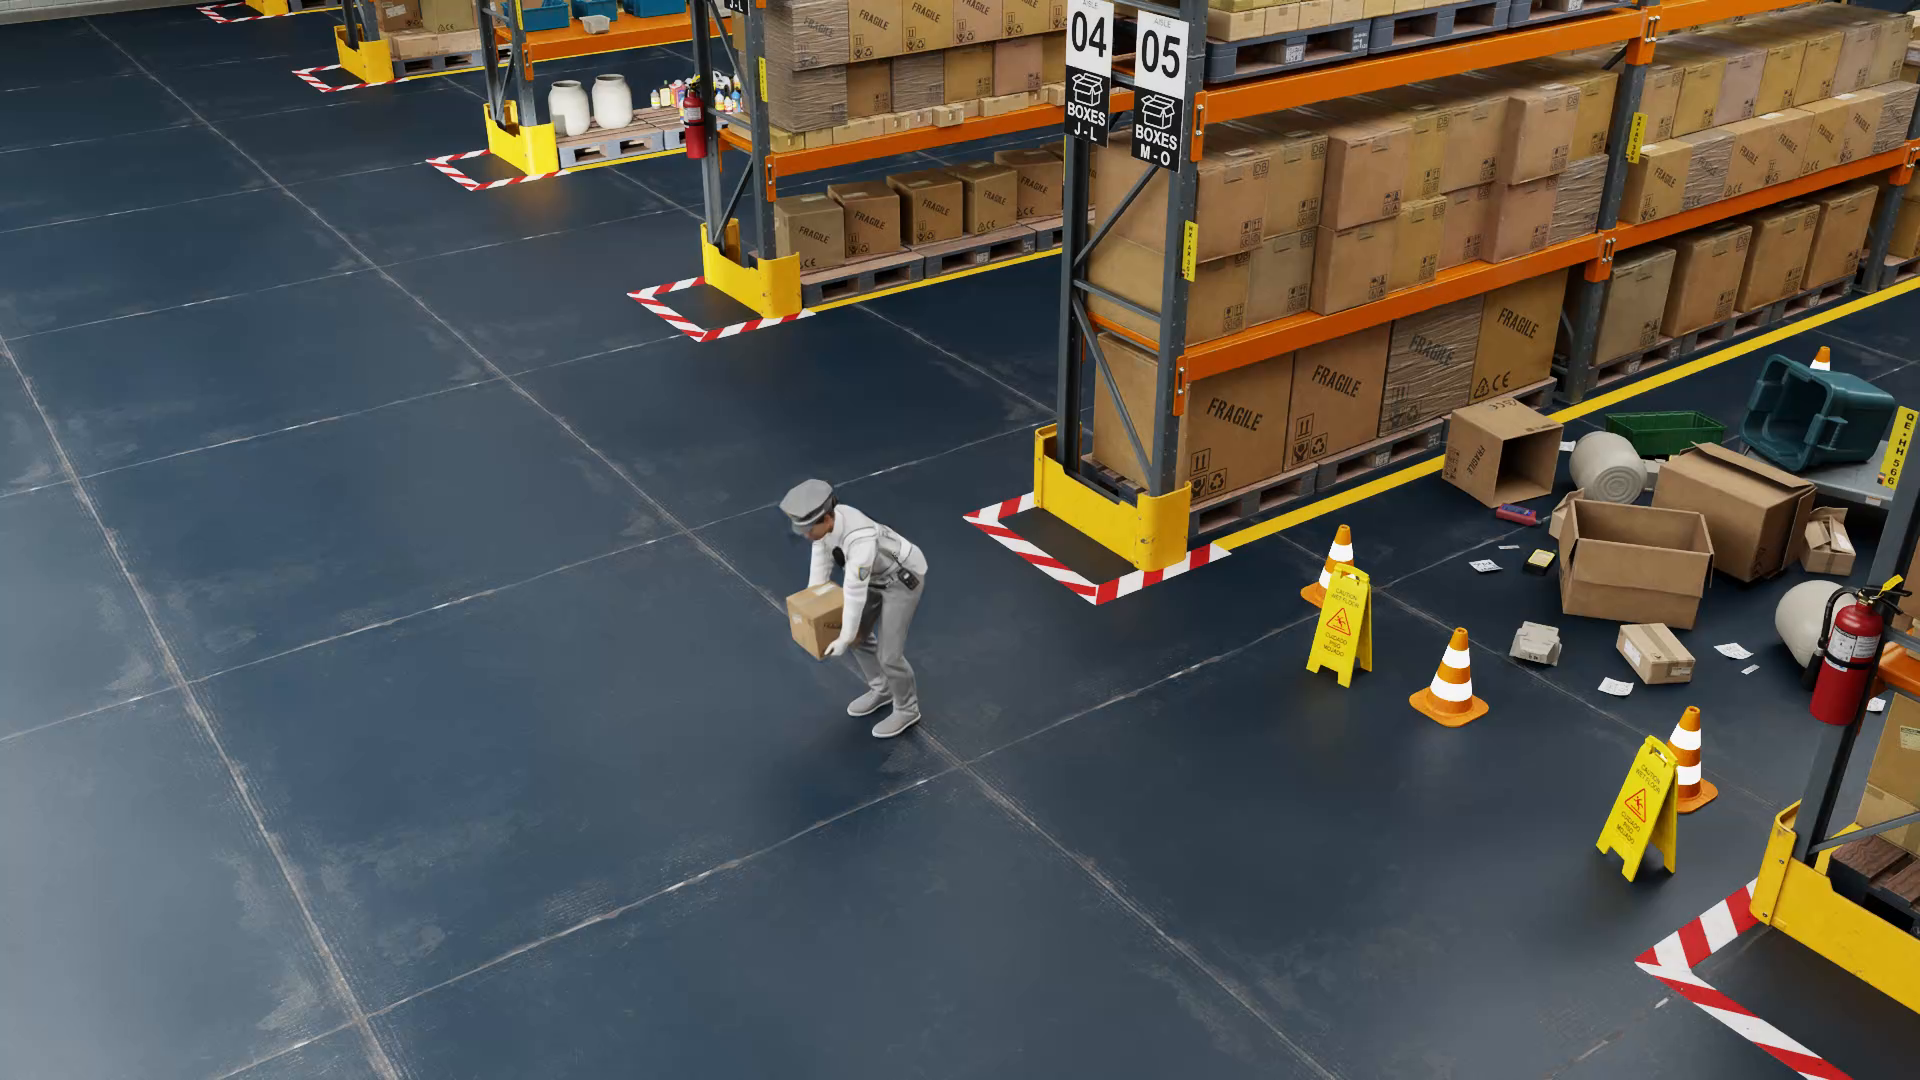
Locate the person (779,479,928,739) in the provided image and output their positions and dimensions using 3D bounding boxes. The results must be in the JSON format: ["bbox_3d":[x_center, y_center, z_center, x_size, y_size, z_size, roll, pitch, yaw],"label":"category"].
[{"bbox_3d":[-0.515,0.330,8.229,0.757,1.473,0.417,-20,34,-32],"label":"person"}]
